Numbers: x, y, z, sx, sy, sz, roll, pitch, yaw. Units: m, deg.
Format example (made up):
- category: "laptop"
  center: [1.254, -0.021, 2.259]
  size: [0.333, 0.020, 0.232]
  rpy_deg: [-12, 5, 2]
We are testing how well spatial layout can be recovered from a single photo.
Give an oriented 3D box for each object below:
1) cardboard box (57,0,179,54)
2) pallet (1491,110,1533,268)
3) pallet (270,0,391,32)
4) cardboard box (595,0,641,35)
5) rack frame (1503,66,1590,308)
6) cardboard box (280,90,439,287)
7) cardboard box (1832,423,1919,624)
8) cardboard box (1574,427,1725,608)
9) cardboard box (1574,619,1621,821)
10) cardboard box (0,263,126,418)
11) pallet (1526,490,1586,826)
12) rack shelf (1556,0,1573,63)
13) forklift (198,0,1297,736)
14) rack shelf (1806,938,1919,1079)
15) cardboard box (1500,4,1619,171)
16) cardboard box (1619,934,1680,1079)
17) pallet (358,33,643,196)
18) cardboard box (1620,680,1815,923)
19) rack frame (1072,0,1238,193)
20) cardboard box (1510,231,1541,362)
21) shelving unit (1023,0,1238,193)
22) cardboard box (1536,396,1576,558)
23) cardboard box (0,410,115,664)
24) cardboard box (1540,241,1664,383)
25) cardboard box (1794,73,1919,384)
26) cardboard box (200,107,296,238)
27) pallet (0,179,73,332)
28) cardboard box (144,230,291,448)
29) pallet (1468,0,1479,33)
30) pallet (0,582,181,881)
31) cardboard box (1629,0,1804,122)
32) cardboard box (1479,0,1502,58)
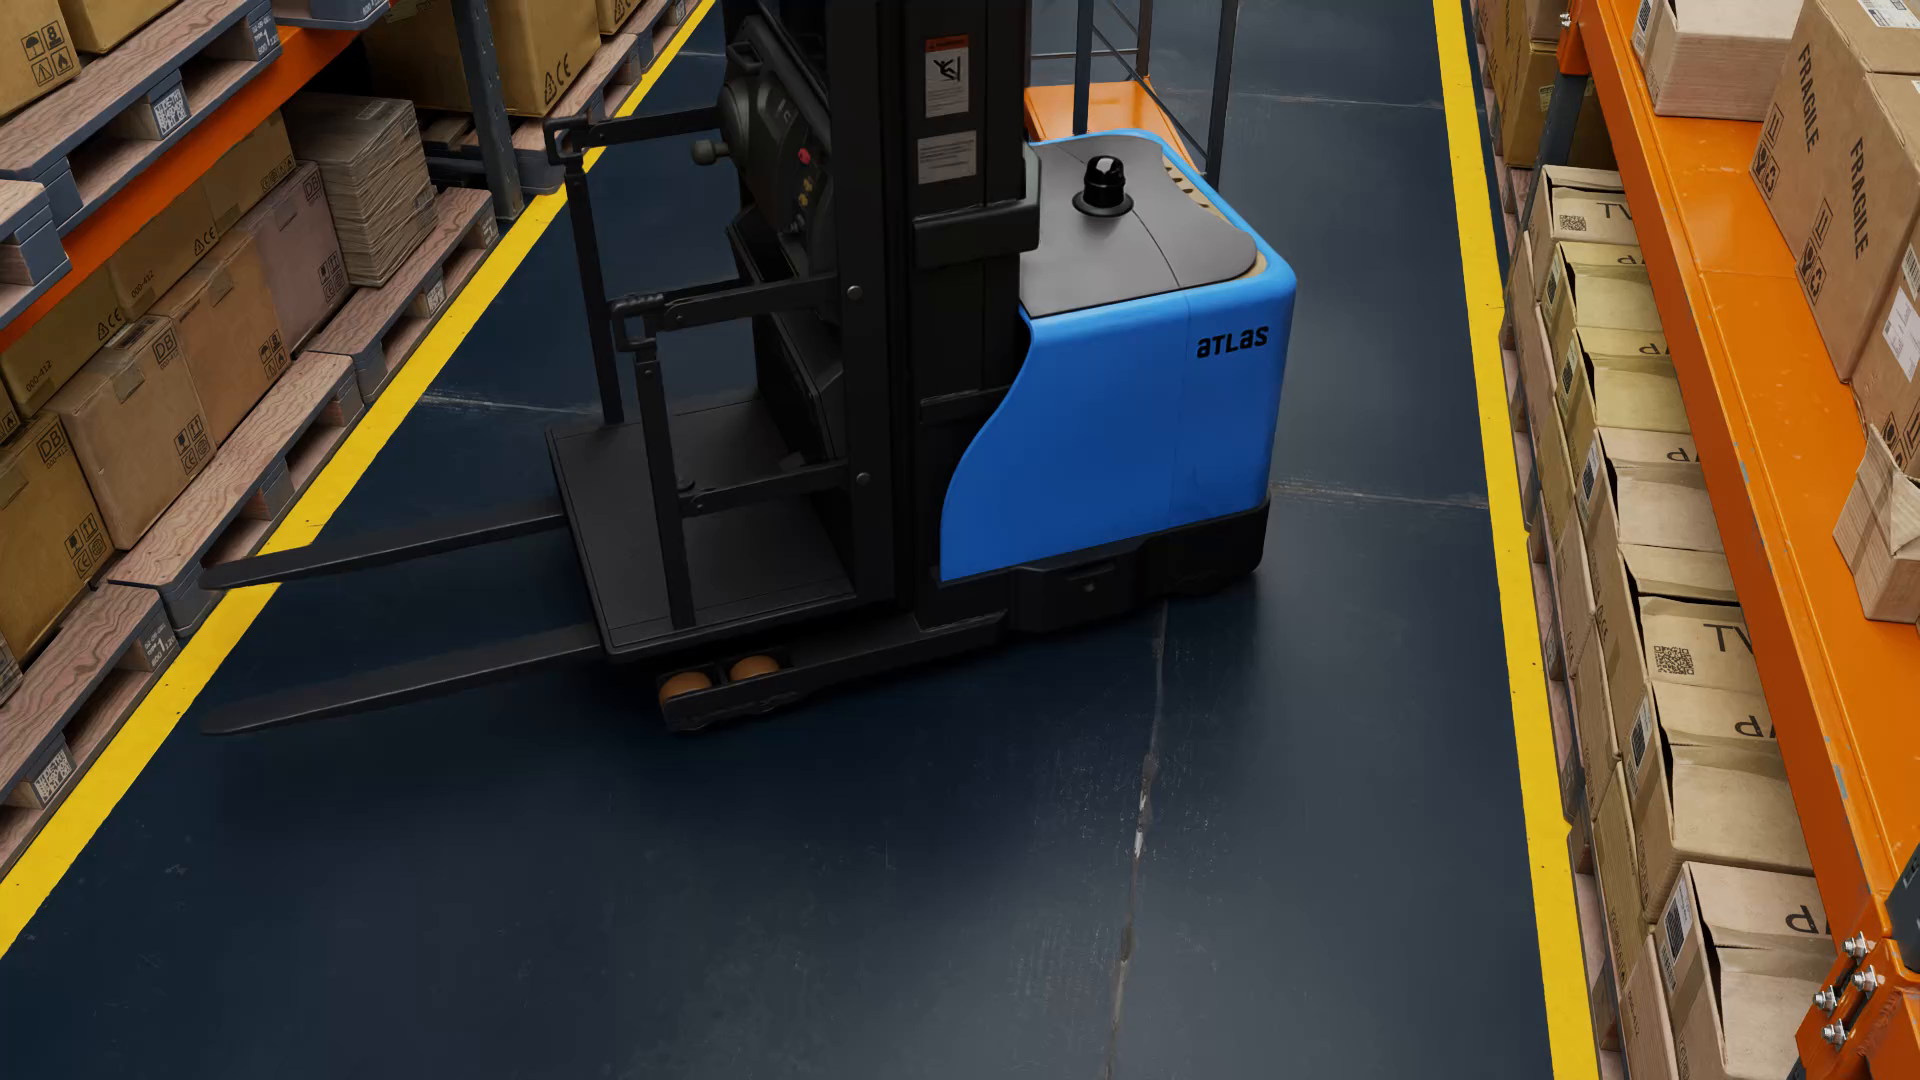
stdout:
- category: "cardboard box"
  center: [-2.576, -1.678, 4.501]
  size: [0.700, 0.500, 0.500]
  rpy_deg: [6, 40, 8]
- category: "pallet"
  center: [2.735, -1.396, 6.773]
  size: [1.003, 0.211, 1.213]
  rpy_deg: [6, 40, 8]
- category: "pallet"
  center: [-2.329, -2.017, 5.486]
  size: [1.213, 0.211, 1.003]
  rpy_deg: [6, 40, 8]
- category: "cardboard box"
  center: [-1.896, -2.879, 7.736]
  size: [0.750, 0.750, 0.750]
  rpy_deg: [6, 40, 7]
- category: "rack frame"
  center: [2.569, -2.006, 5.322]
  size: [1.000, 3.000, 0.127]
  rpy_deg: [6, 40, 8]
- category: "cardboard box"
  center: [-2.384, -1.299, 6.083]
  size: [0.700, 0.500, 0.500]
  rpy_deg: [7, 40, 8]
- category: "cardboard box"
  center: [1.848, -0.016, 3.021]
  size: [0.396, 0.266, 0.258]
  rpy_deg: [5, 40, 7]
- category: "cardboard box"
  center: [1.928, -0.055, 4.351]
  size: [0.500, 0.311, 0.500]
  rpy_deg: [6, 40, 7]
- category: "cardboard box"
  center: [1.840, 0.472, 4.154]
  size: [0.500, 0.250, 0.500]
  rpy_deg: [7, 40, 9]
- category: "cardboard box"
  center: [-2.733, -0.602, 4.652]
  size: [0.500, 0.250, 0.500]
  rpy_deg: [5, 40, 6]
- category: "pallet"
  center: [2.175, 0.344, 4.668]
  size: [1.003, 0.211, 1.213]
  rpy_deg: [6, 40, 8]
- category: "rack shelf"
  center: [2.915, -2.984, 7.070]
  size: [1.077, 0.370, 4.000]
  rpy_deg: [6, 40, 8]
- category: "forklift"
  center: [-0.650, -0.982, 4.137]
  size: [3.031, 2.935, 1.130]
  rpy_deg: [-13, 41, -15]
- category: "rack shelf"
  center: [1.531, 2.037, 0.997]
  size: [1.077, 0.370, 4.000]
  rpy_deg: [6, 40, 8]
- category: "cardboard box"
  center: [2.500, -1.825, 6.720]
  size: [0.500, 0.500, 0.500]
  rpy_deg: [8, 40, 9]
- category: "cardboard box"
  center: [1.663, 1.110, 3.382]
  size: [0.500, 0.250, 0.500]
  rpy_deg: [6, 40, 7]
- category: "pallet"
  center: [-2.100, -1.962, 7.457]
  size: [1.003, 0.211, 1.213]
  rpy_deg: [6, 40, 8]
- category: "cardboard box"
  center: [1.748, 0.573, 3.591]
  size: [0.500, 0.311, 0.500]
  rpy_deg: [7, 40, 9]
- category: "rack frame"
  center: [0.613, -1.193, 5.515]
  size: [0.500, 1.500, 0.032]
  rpy_deg: [-5, 40, -6]
- category: "cardboard box"
  center: [2.189, -0.812, 5.706]
  size: [0.500, 0.250, 0.500]
  rpy_deg: [6, 40, 8]
- category: "shelving unit"
  center: [0.539, -1.519, 5.910]
  size: [0.587, 1.500, 1.083]
  rpy_deg: [-5, 40, -6]
- category: "cardboard box"
  center: [2.019, -0.169, 4.929]
  size: [0.500, 0.250, 0.500]
  rpy_deg: [5, 40, 6]
- category: "cardboard box"
  center: [-2.852, -0.039, 4.560]
  size: [0.700, 0.500, 0.500]
  rpy_deg: [6, 40, 7]
- category: "cardboard box"
  center: [2.106, -0.697, 5.128]
  size: [0.500, 0.311, 0.500]
  rpy_deg: [5, 40, 7]
- category: "cardboard box"
  center: [2.204, -0.659, 3.615]
  size: [0.500, 0.500, 0.500]
  rpy_deg: [6, 40, 8]
- category: "cardboard box"
  center: [-2.544, -1.237, 5.420]
  size: [0.500, 0.250, 0.500]
  rpy_deg: [7, 40, 9]
- category: "pallet"
  center: [-2.727, -0.429, 3.566]
  size: [1.003, 0.211, 1.213]
  rpy_deg: [6, 40, 8]
- category: "cardboard box"
  center: [-2.646, -0.673, 5.327]
  size: [0.700, 0.500, 0.500]
  rpy_deg: [6, 40, 7]
- category: "pallet"
  center: [3.158, -2.927, 8.625]
  size: [1.003, 0.211, 1.213]
  rpy_deg: [6, 40, 8]
- category: "pallet"
  center: [-2.870, 0.546, 4.424]
  size: [1.003, 0.211, 1.213]
  rpy_deg: [6, 40, 8]
- category: "cardboard box"
  center: [2.223, -1.432, 4.698]
  size: [0.500, 0.311, 0.500]
  rpy_deg: [6, 40, 7]
- category: "cardboard box"
  center: [2.674, -2.480, 7.512]
  size: [0.500, 0.500, 0.500]
  rpy_deg: [5, 40, 6]
